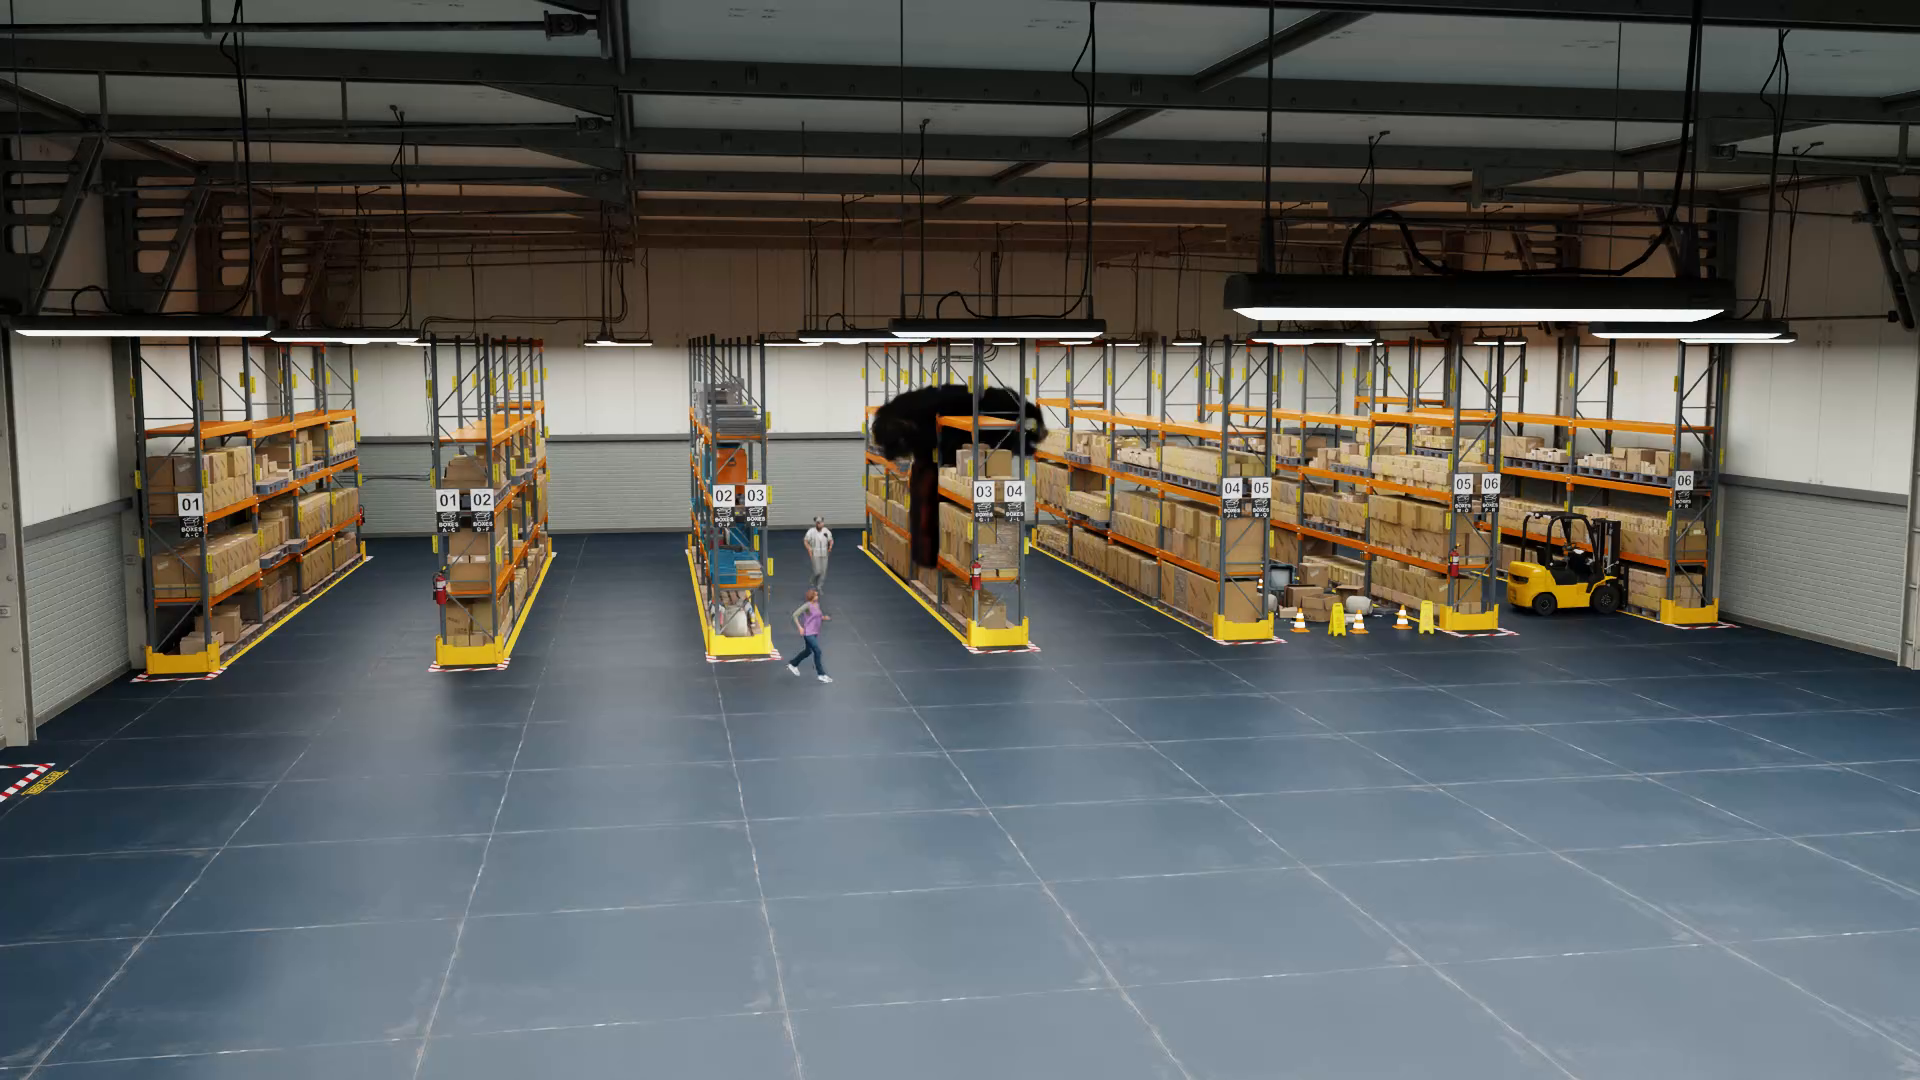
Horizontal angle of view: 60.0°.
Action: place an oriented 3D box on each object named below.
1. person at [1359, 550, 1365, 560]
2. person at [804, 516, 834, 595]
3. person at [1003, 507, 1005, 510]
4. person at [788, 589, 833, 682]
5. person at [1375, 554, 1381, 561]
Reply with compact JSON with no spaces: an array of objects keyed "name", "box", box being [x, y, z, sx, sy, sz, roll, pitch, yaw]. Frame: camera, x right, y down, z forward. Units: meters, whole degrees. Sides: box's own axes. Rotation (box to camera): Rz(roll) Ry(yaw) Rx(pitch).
[{"name":"person","box":[11.125,-0.304,44.801,0.681,1.803,0.897,-3,7,-27]},{"name":"person","box":[-3.106,0.342,36.947,0.649,1.779,0.588,-2,7,-19]},{"name":"person","box":[1.448,-0.710,49.081,0.609,1.706,0.630,4,8,32]},{"name":"person","box":[-2.592,1.676,28.645,0.886,1.496,0.530,3,7,22]},{"name":"person","box":[10.701,0.077,41.800,0.658,1.772,1.082,-2,7,-16]}]
